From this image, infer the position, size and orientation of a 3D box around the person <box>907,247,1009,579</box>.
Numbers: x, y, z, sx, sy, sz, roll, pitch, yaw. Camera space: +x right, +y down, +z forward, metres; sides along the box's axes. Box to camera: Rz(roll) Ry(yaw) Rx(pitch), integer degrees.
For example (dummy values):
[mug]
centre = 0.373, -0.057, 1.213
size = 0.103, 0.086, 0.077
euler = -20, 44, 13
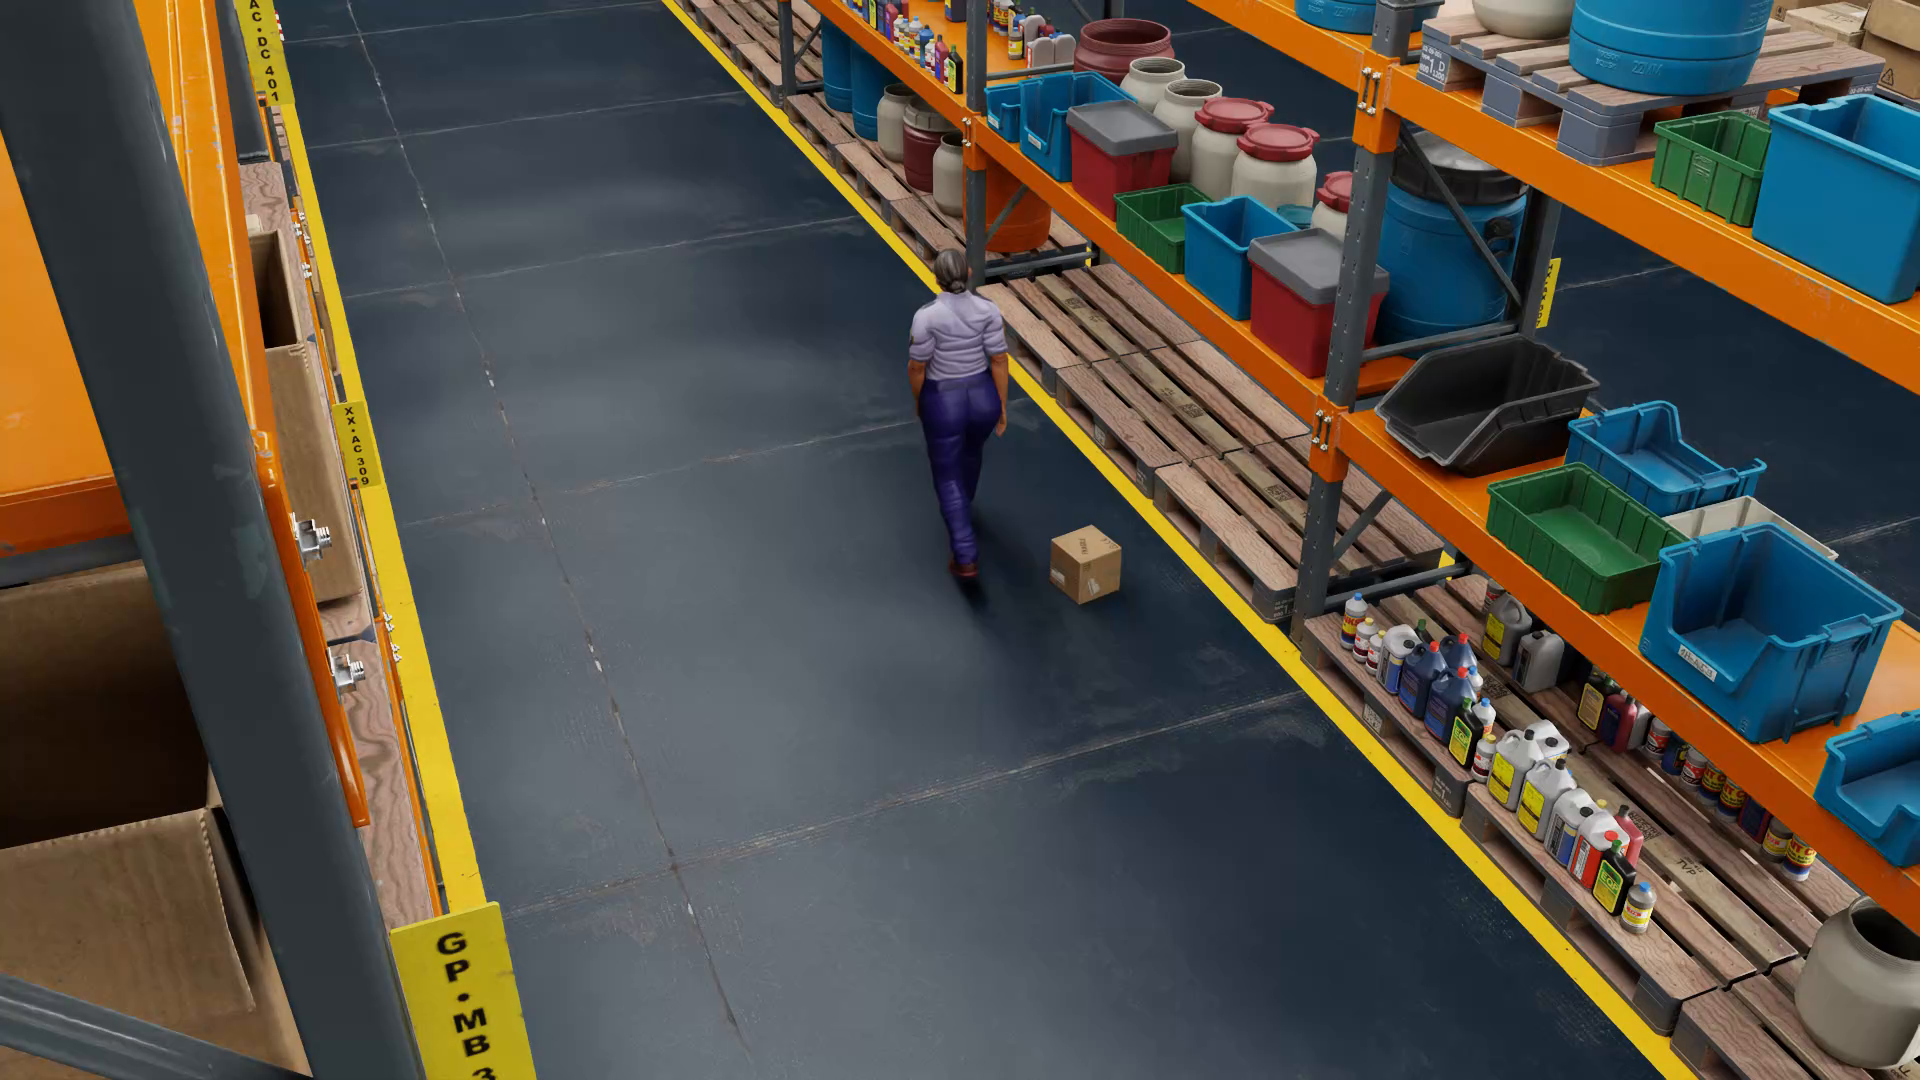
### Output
[person]
centre = -0.013, -0.661, 8.157
size = 0.477, 1.589, 0.971
euler = -12, 36, -18
